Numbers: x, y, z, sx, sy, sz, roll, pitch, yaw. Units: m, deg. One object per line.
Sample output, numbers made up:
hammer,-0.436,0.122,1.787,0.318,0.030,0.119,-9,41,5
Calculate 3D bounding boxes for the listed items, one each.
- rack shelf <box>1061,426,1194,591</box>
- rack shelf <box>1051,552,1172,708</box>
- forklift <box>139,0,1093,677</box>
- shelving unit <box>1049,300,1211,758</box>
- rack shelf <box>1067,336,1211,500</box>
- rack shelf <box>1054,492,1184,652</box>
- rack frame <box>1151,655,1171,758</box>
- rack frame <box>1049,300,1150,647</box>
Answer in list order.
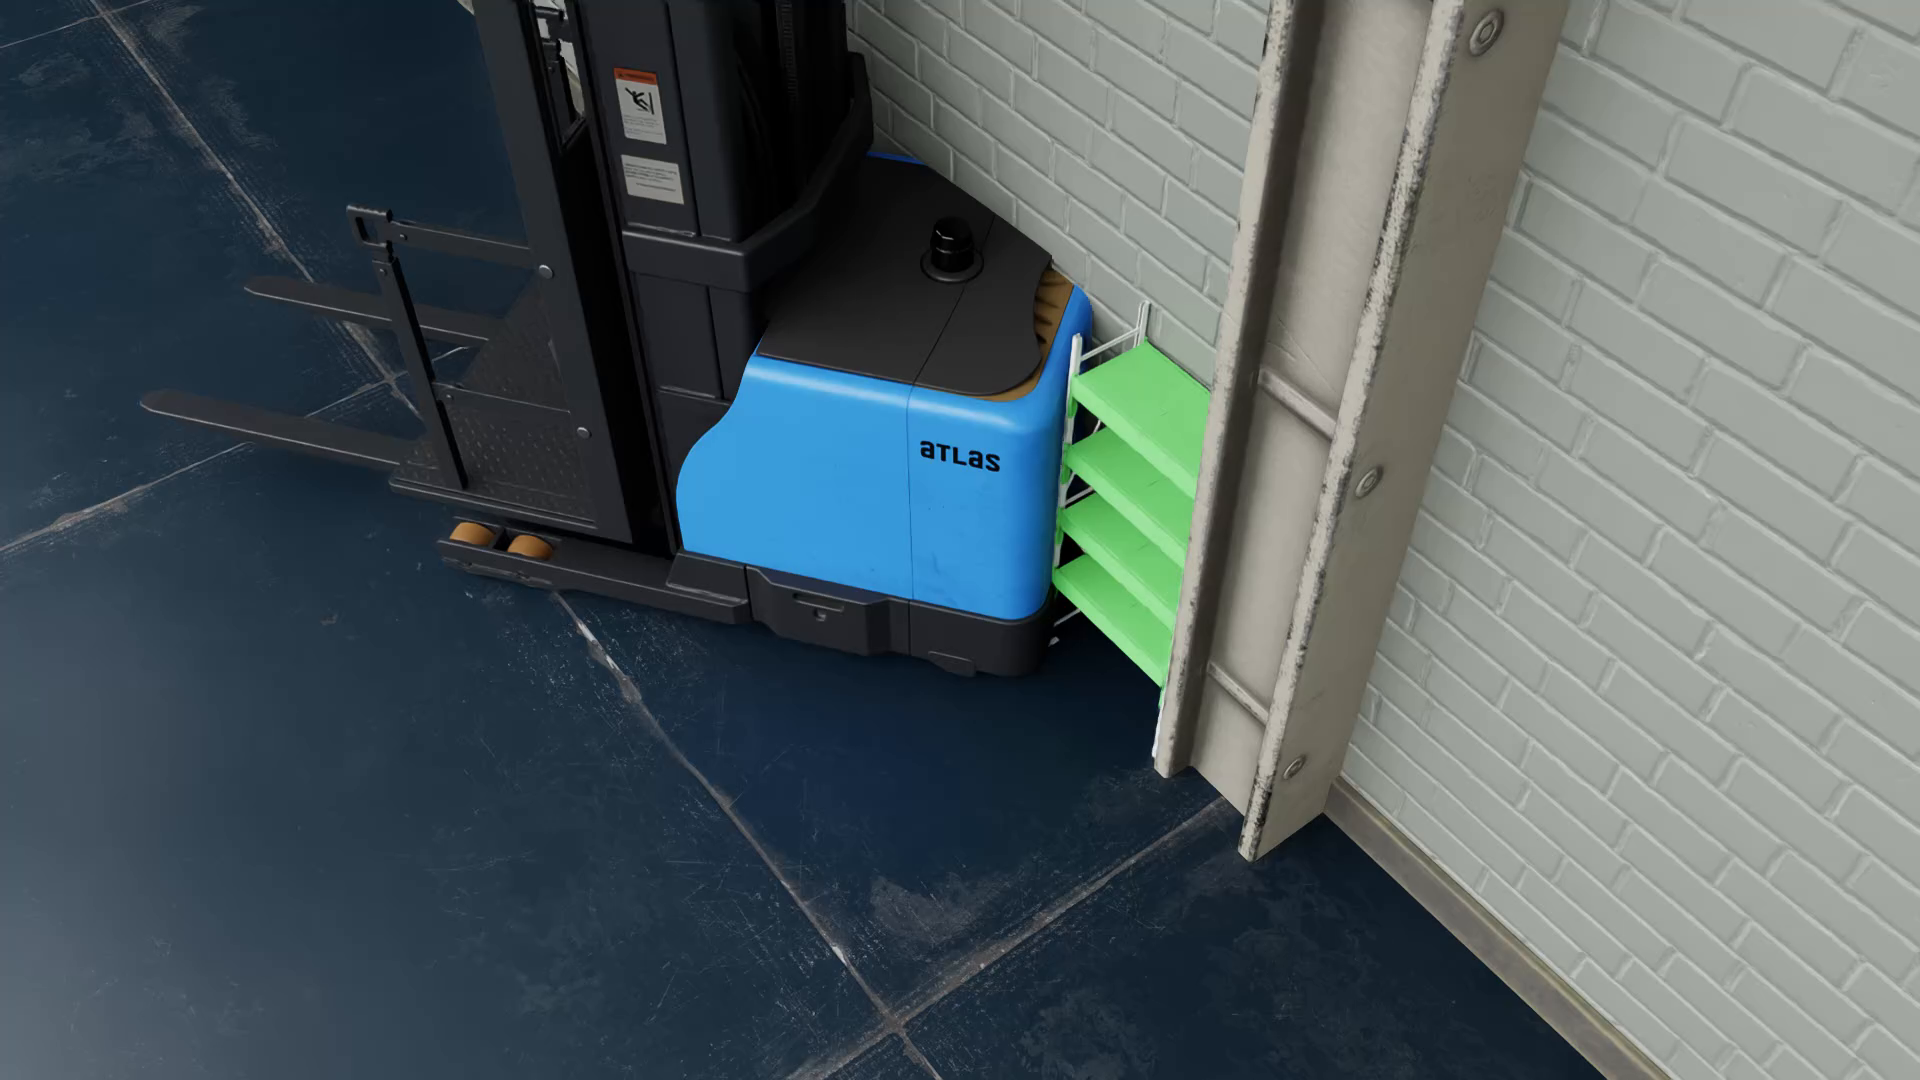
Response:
rack shelf,0.513,-0.114,4.300,0.258,0.148,0.480,-28,54,-25
rack shelf,0.500,0.212,4.652,0.258,0.148,0.480,-28,54,-25
forklift,-1.094,-1.203,4.362,3.031,2.935,1.130,12,49,11
shelving unit,0.508,0.006,4.429,0.258,1.200,0.503,-28,54,-25
rack shelf,0.519,-0.277,4.124,0.258,0.148,0.480,-28,54,-25
rack shelf,0.506,0.049,4.476,0.258,0.148,0.480,-28,54,-25
rack frame,0.656,0.151,4.300,0.240,1.200,0.015,-28,54,-25
rack frame,0.360,-0.139,4.558,0.240,1.200,0.015,-28,54,-25
